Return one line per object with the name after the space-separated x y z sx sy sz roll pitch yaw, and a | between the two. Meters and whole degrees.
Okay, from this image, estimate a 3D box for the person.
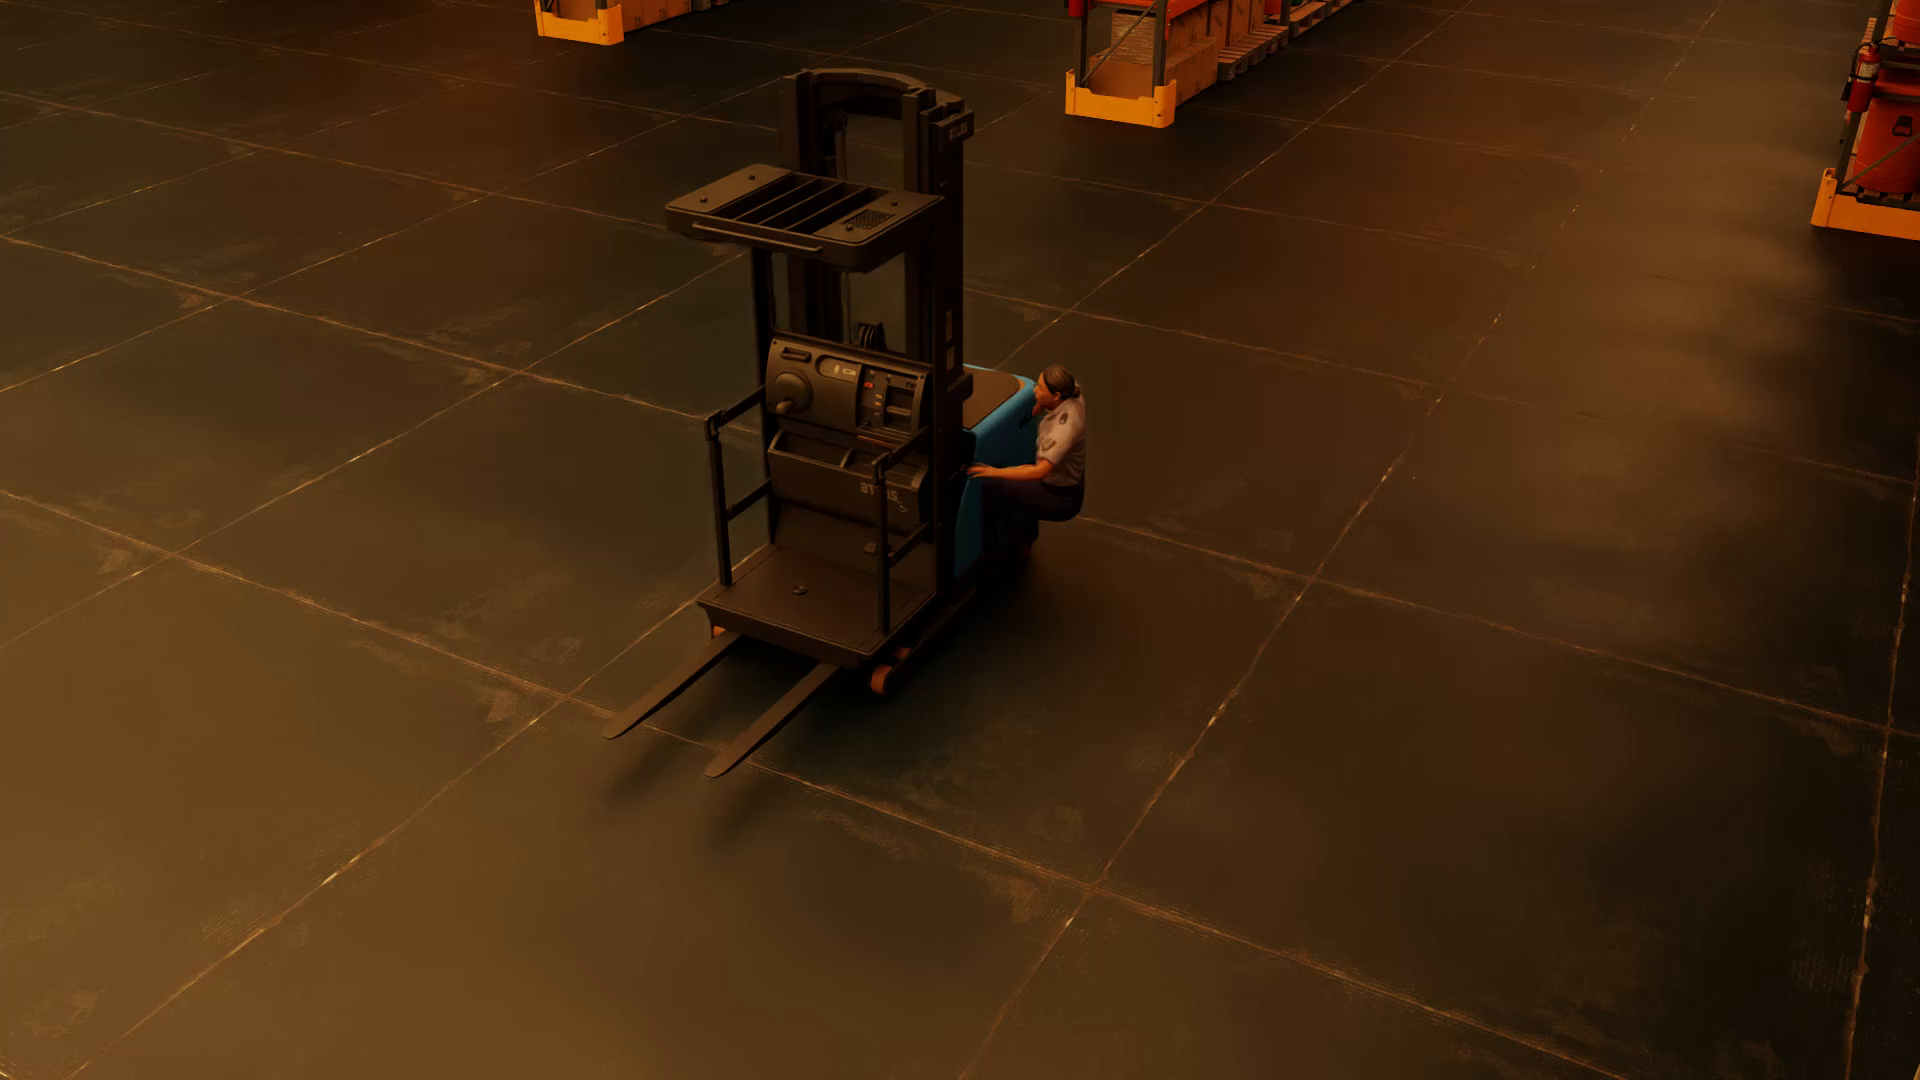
0.299 -0.342 9.169 0.781 1.407 0.900 -1 30 -2 | person

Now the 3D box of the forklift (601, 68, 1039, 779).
-0.688 -0.722 8.322 1.130 2.935 3.031 16 33 25 | forklift
